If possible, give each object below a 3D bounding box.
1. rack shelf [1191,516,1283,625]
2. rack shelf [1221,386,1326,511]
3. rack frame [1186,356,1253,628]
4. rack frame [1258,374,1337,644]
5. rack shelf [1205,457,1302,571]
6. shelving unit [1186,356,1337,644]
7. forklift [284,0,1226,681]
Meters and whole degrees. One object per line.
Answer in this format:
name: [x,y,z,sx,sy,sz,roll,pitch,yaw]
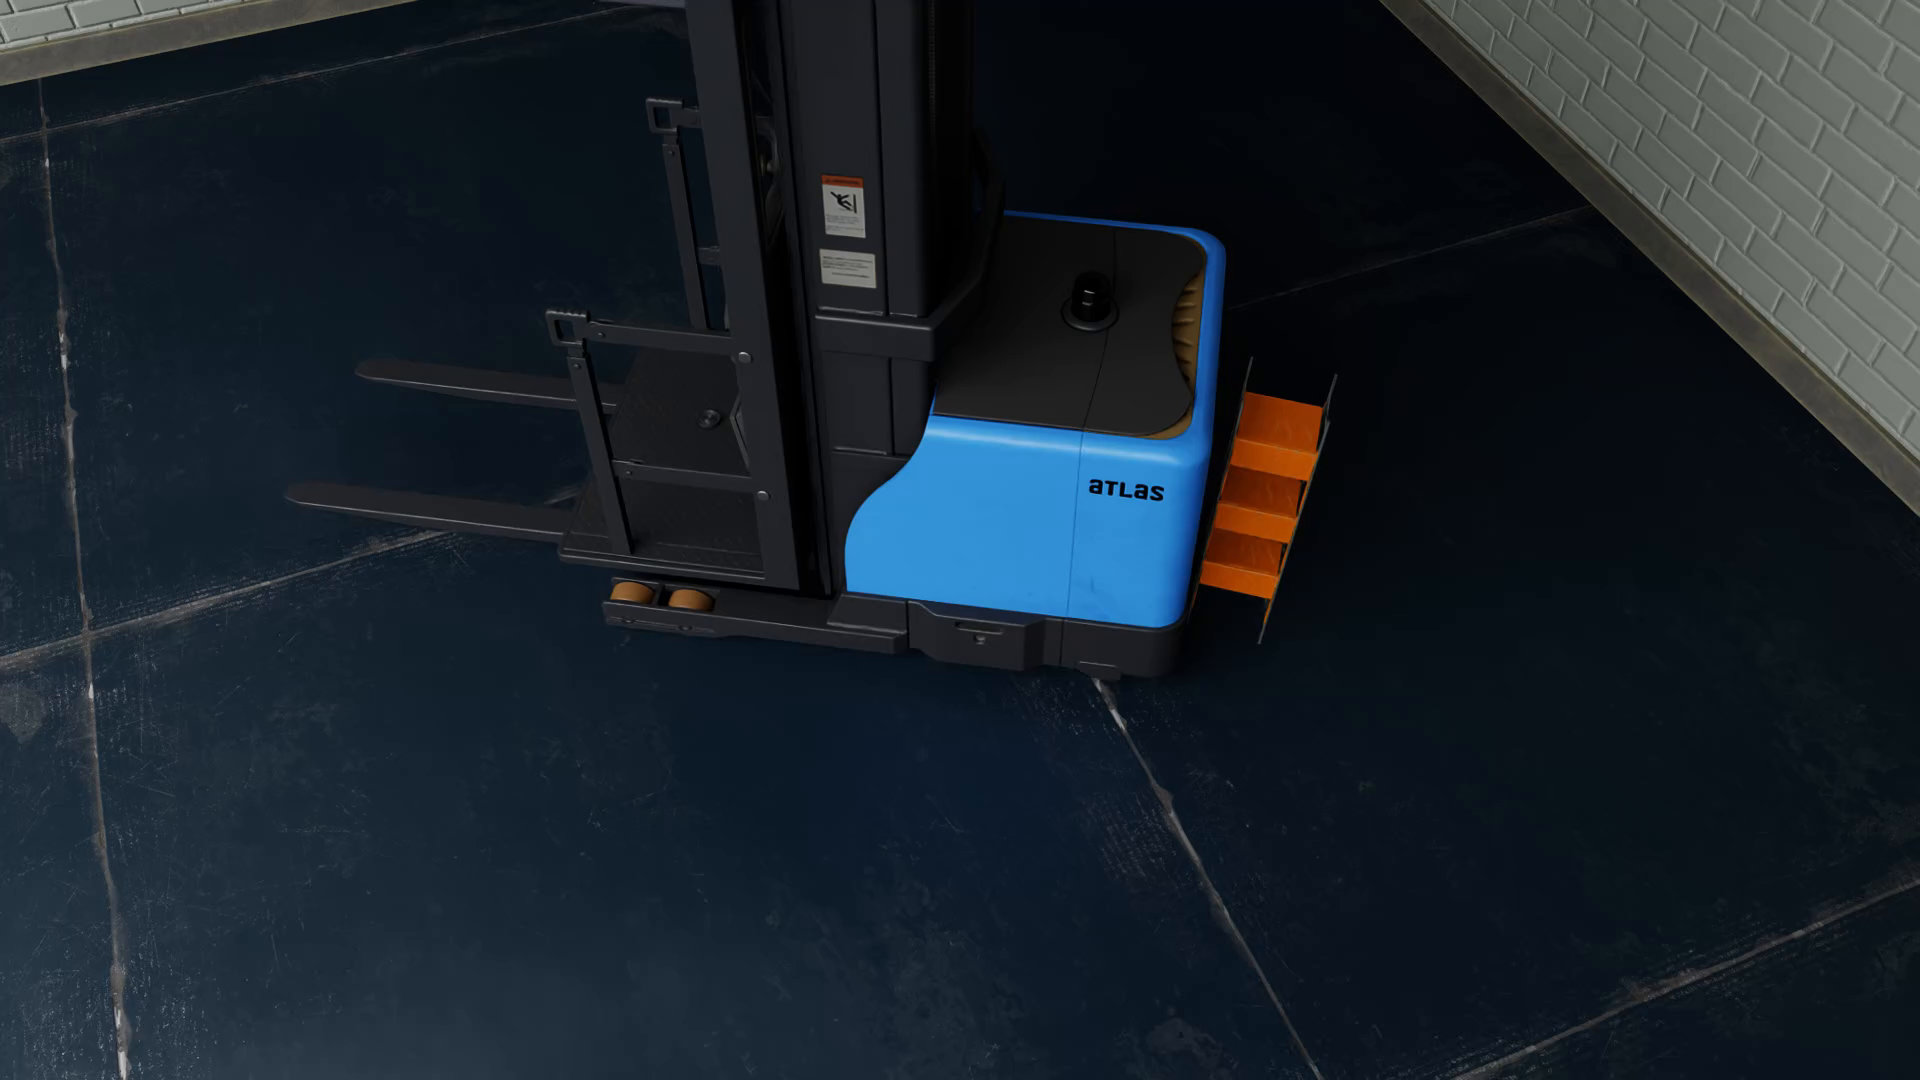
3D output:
rack shelf: [0.899,0.090,5.352,0.240,0.259,0.215,13,51,7]
rack shelf: [0.926,-0.269,4.922,0.240,0.259,0.215,13,51,7]
rack frame: [0.794,-0.121,5.146,0.008,1.050,0.200,13,51,7]
rack frame: [1.031,-0.068,5.117,0.008,1.050,0.200,13,51,7]
rack shelf: [0.912,-0.088,5.139,0.240,0.259,0.215,13,51,7]
shelving unit: [0.913,-0.095,5.131,0.252,1.050,0.215,13,51,7]
forklift: [-0.723,-1.028,4.701,3.031,2.935,1.130,7,50,6]
